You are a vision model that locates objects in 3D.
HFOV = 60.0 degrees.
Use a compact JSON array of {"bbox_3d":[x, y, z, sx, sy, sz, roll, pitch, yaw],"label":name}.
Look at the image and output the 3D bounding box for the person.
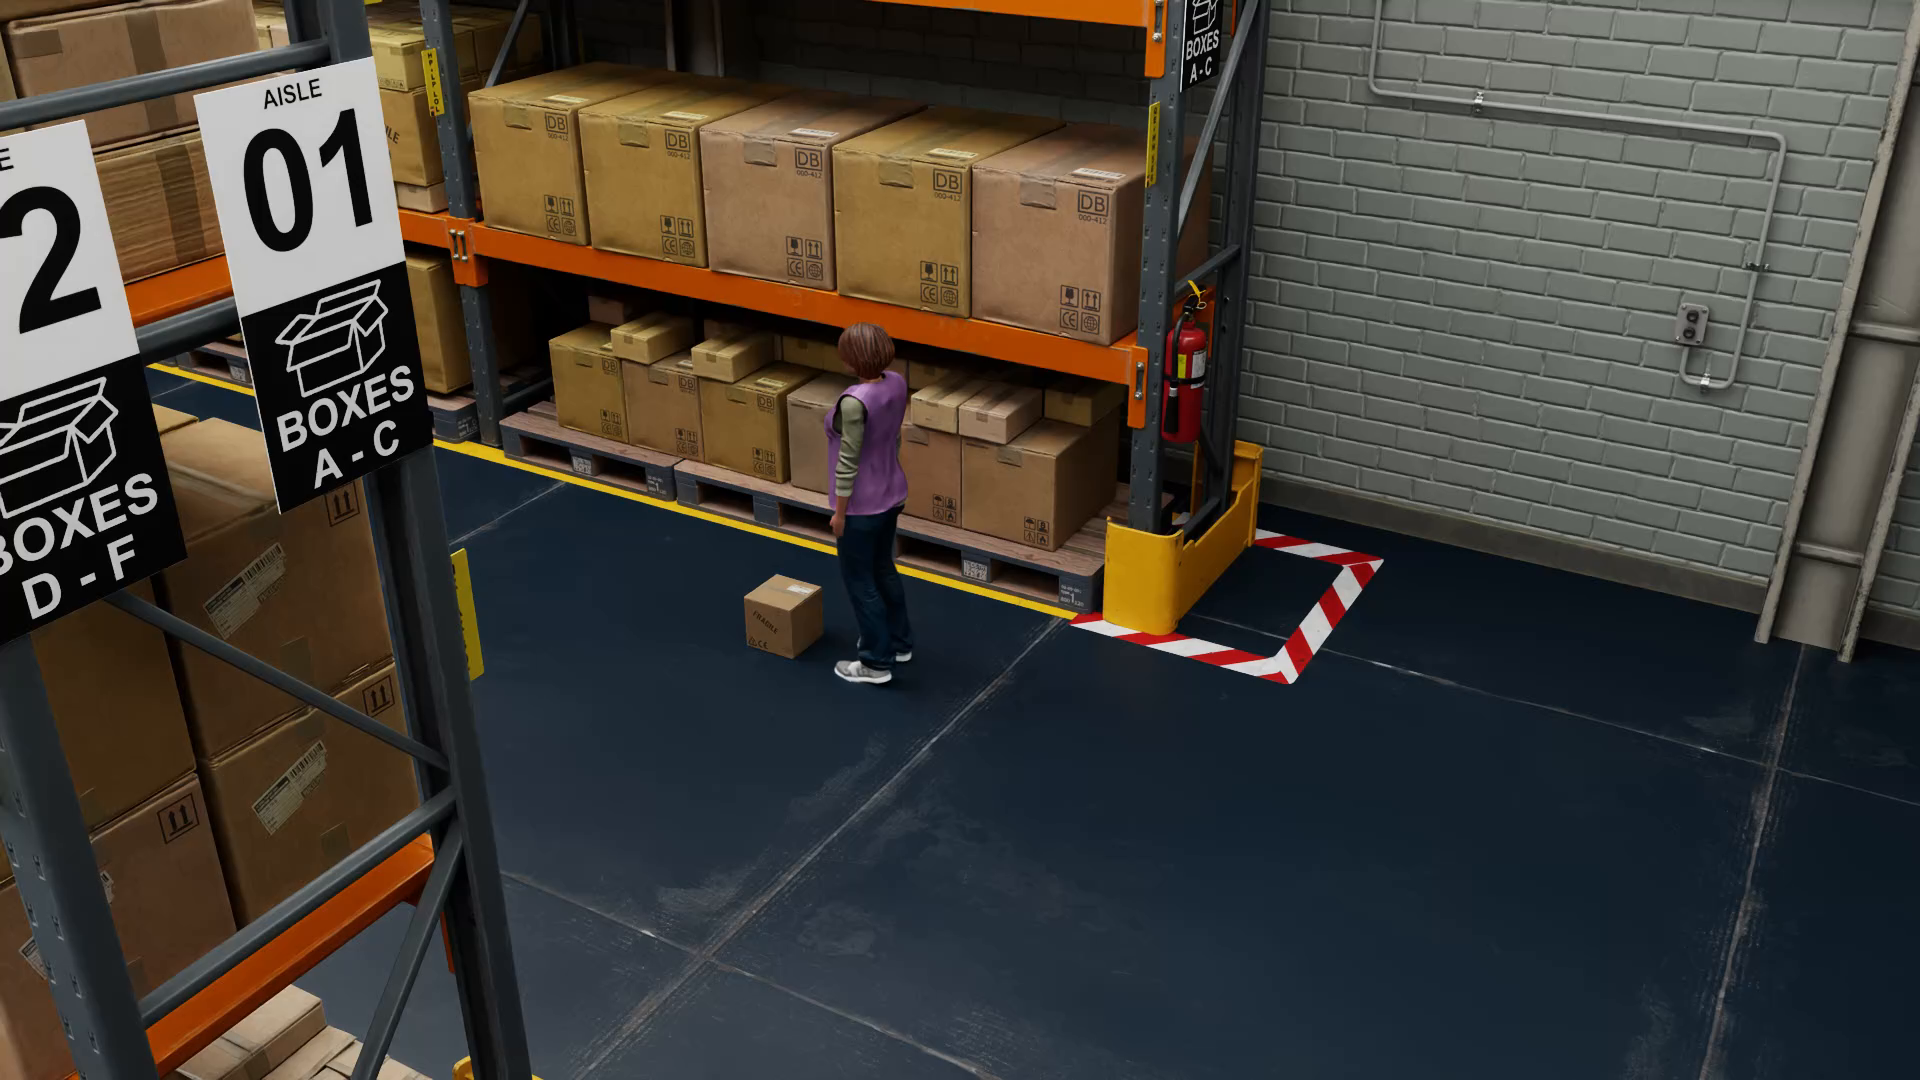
[{"bbox_3d":[-0.388,-0.146,6.926,0.300,1.602,0.405,15,31,27],"label":"person"}]
